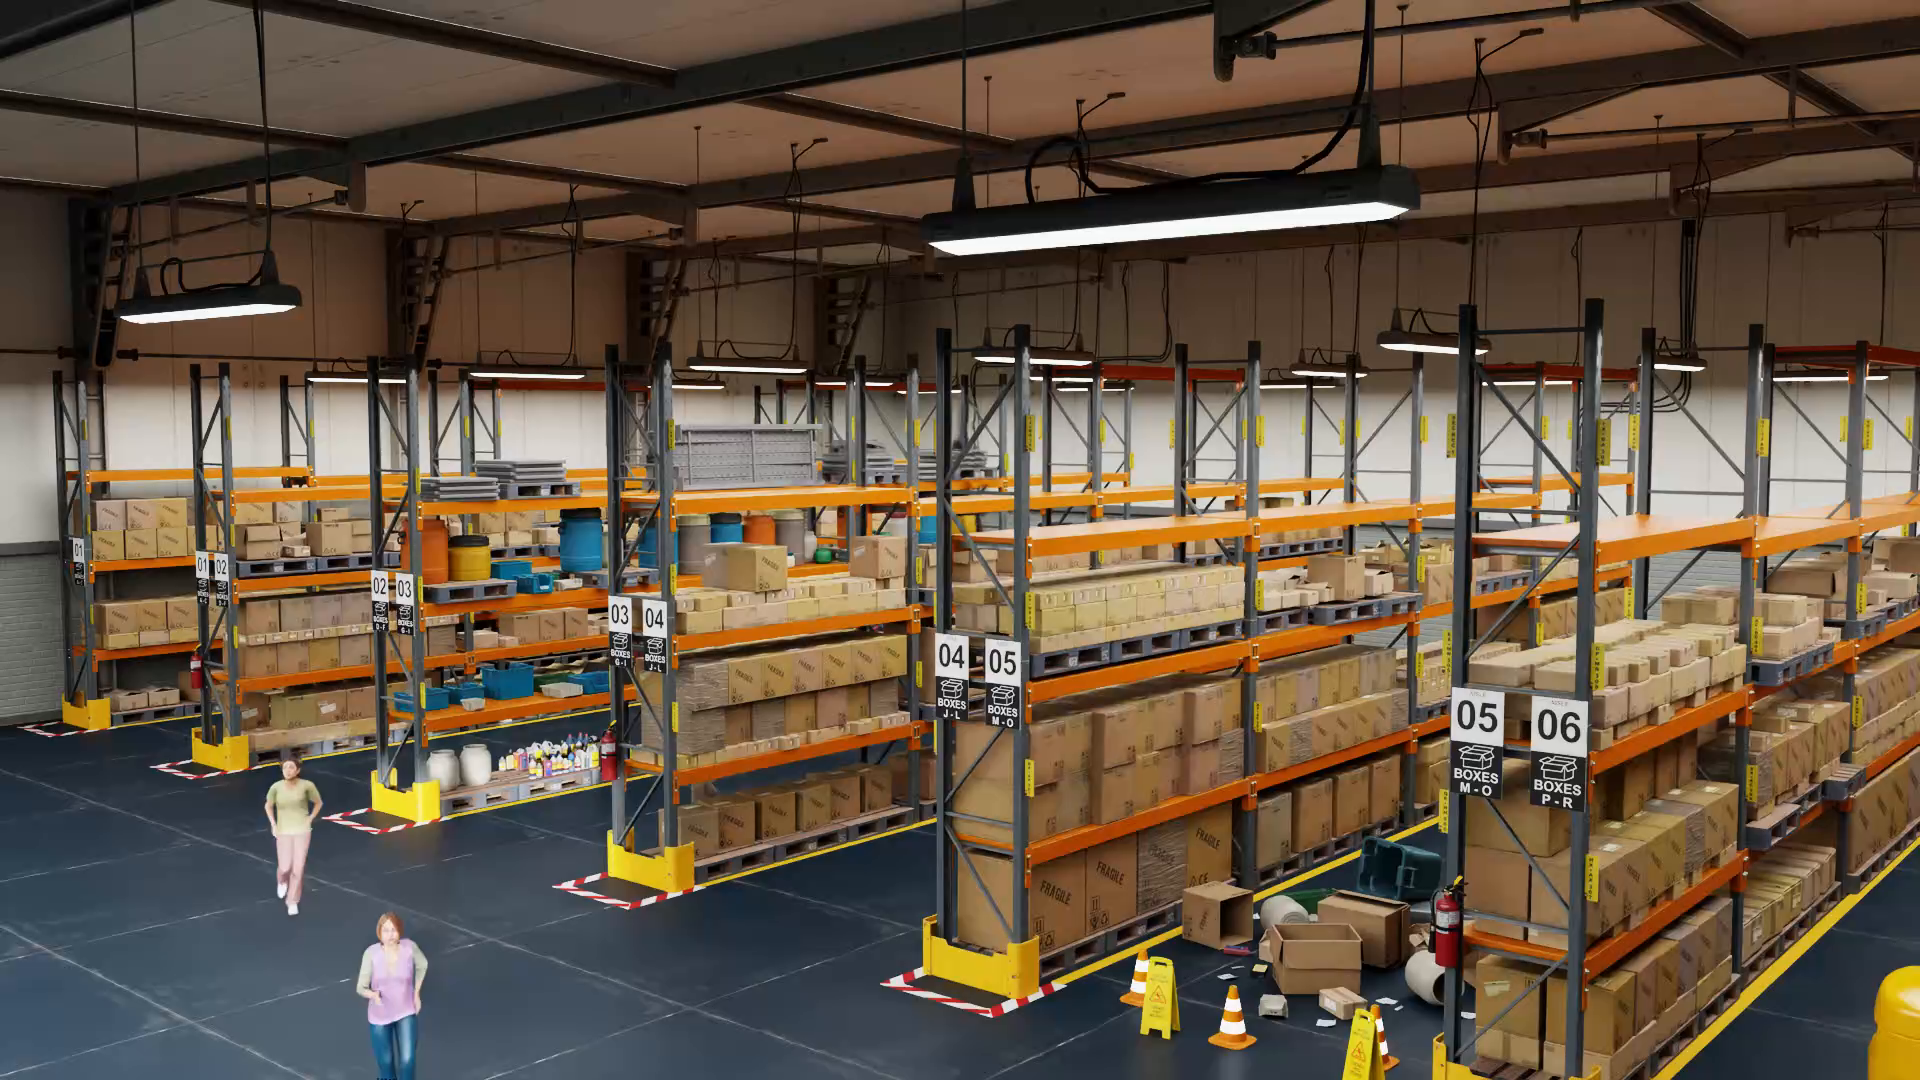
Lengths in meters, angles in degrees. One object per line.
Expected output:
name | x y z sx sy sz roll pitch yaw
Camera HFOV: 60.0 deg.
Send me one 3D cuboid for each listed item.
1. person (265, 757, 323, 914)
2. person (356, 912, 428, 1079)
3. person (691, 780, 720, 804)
person | -7.014 3.095 17.530 0.574 1.634 0.531 -1 4 -18
person | -4.126 3.503 12.098 0.490 1.625 0.711 -1 4 -17
person | -3.270 2.776 21.070 0.639 1.783 0.870 3 5 38
